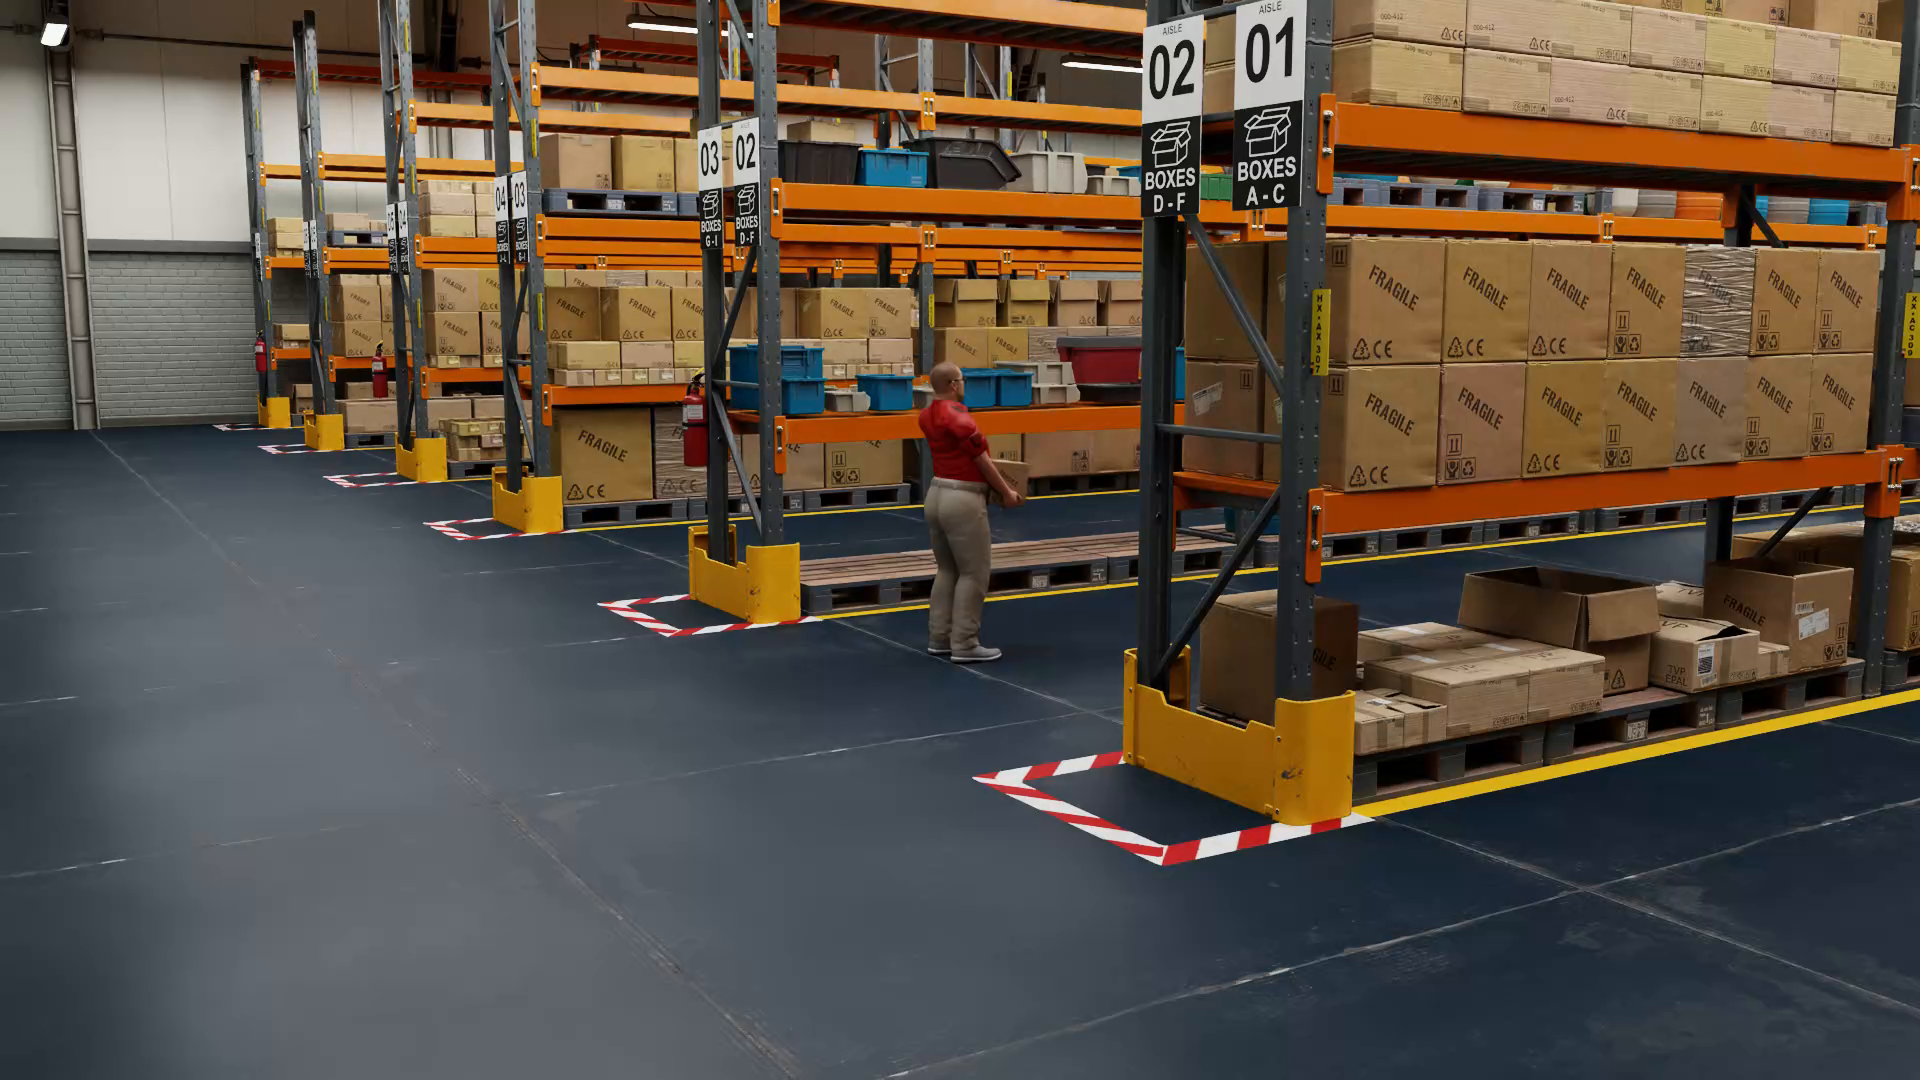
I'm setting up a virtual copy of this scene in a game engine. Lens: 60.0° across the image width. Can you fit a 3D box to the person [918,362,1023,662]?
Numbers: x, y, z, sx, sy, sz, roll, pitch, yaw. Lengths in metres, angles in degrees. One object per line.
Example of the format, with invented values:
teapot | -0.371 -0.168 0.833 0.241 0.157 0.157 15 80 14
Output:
person | 0.063 -0.174 9.652 0.530 1.714 0.494 -5 9 -29
